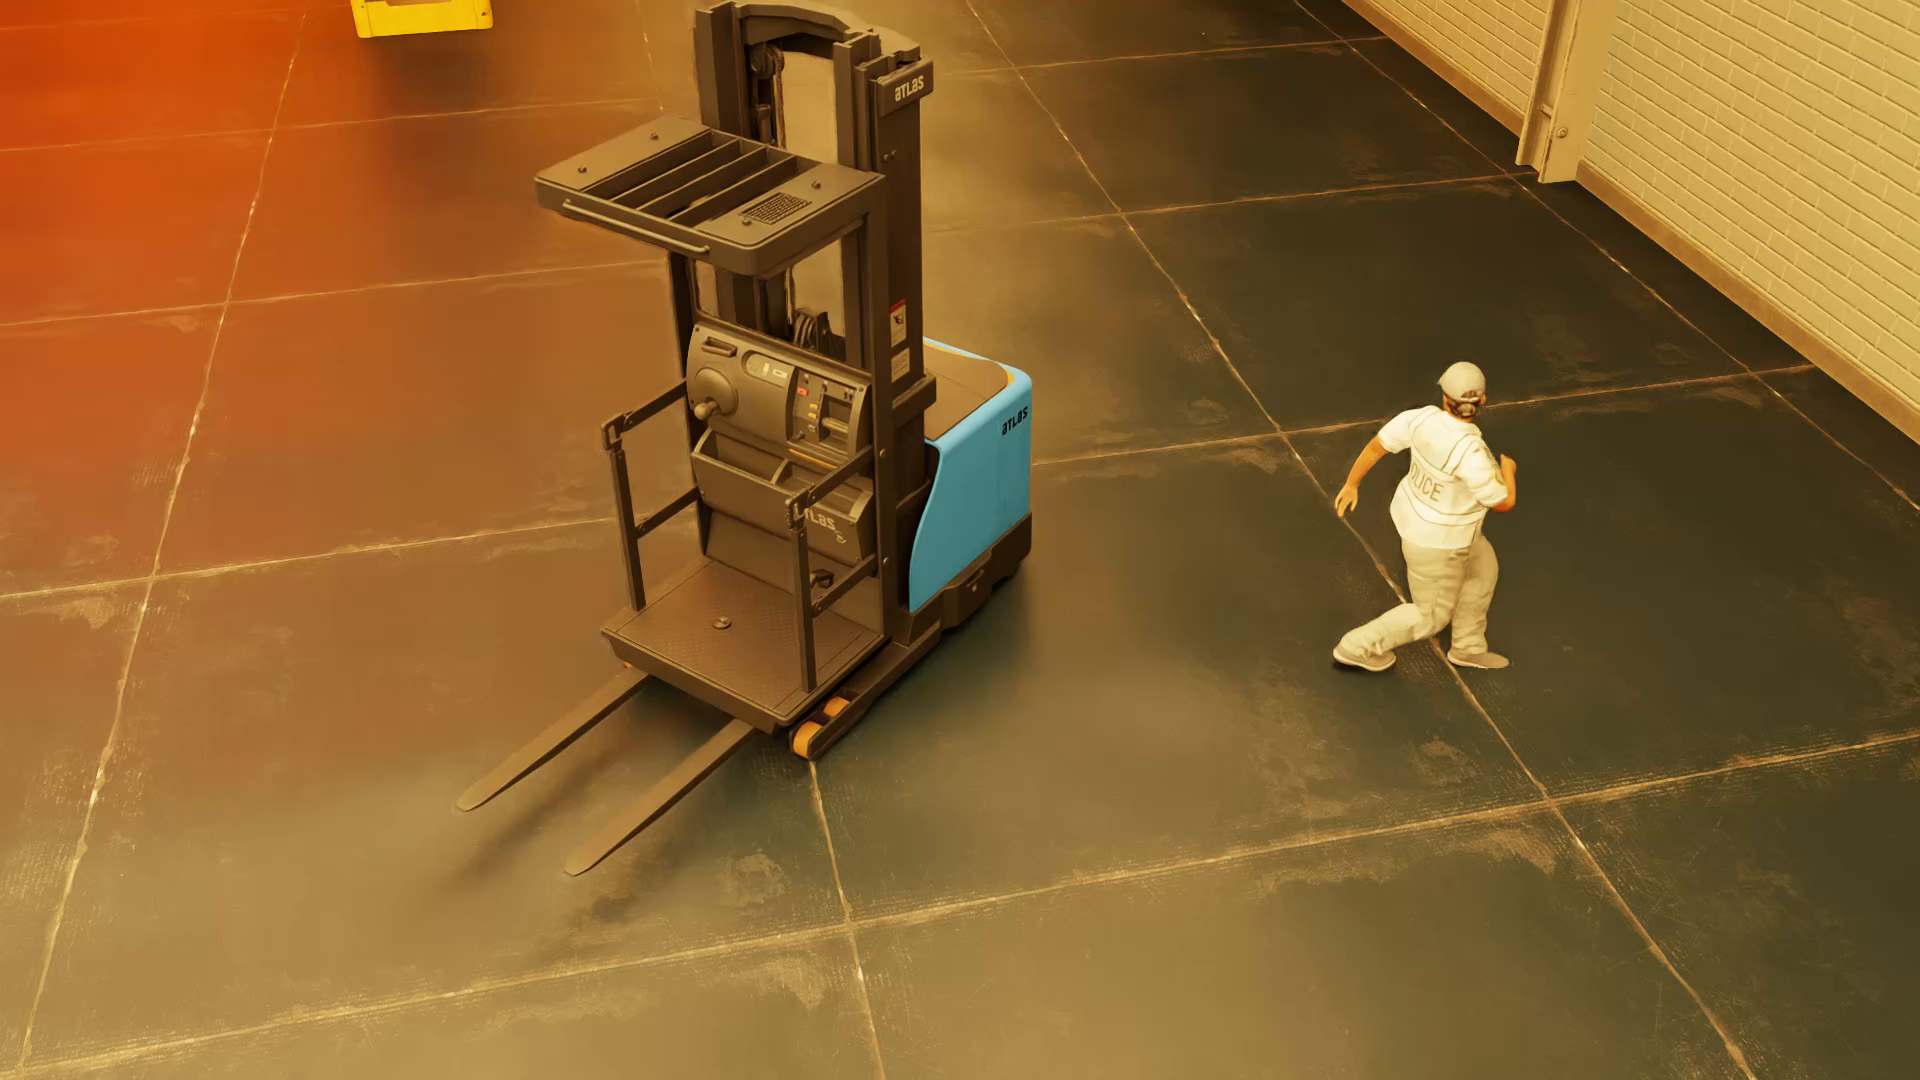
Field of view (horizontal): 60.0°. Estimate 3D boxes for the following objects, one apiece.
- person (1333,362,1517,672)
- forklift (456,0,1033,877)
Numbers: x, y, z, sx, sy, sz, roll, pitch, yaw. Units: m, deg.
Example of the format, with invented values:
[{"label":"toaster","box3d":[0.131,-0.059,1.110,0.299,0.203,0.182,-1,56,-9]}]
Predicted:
[{"label":"person","box3d":[2.125,-0.055,7.322,0.888,1.603,0.504,0,36,-1]},{"label":"forklift","box3d":[-0.895,-0.555,6.822,1.130,2.935,3.031,22,41,28]}]
